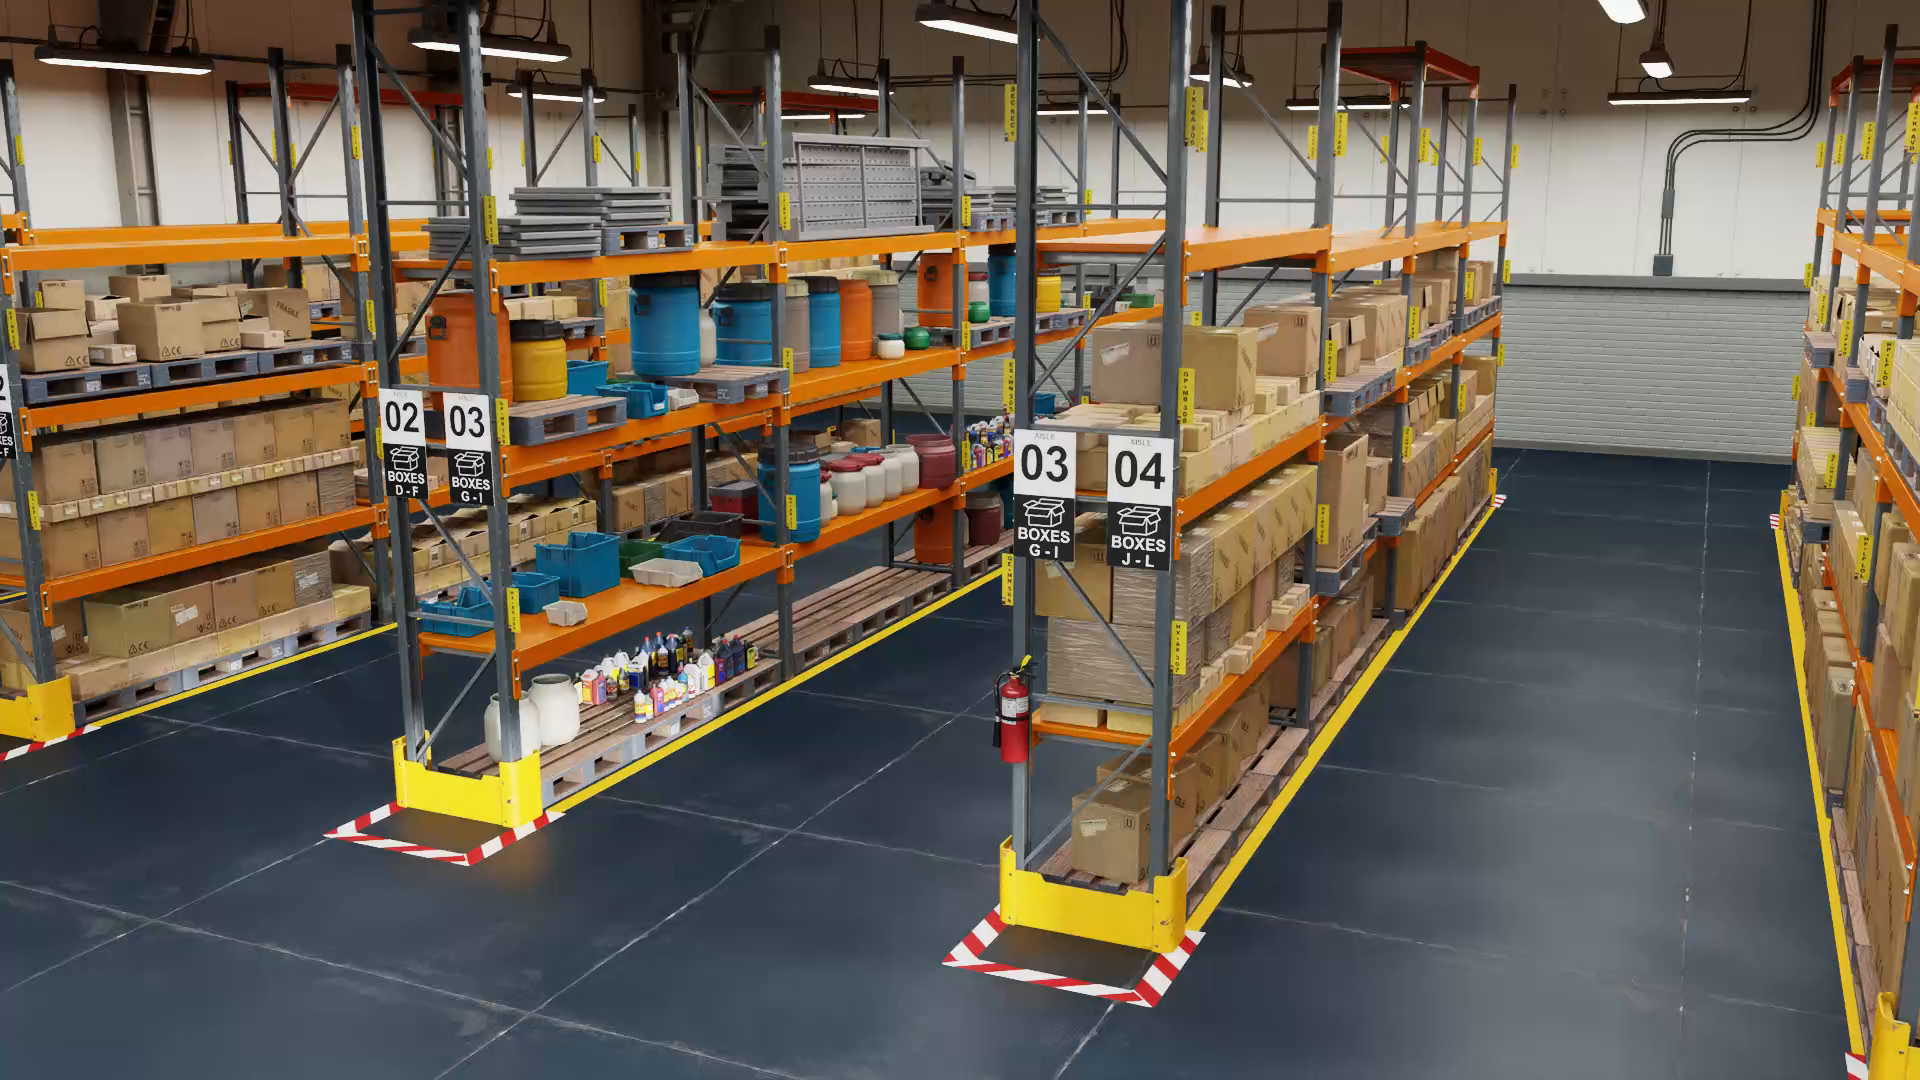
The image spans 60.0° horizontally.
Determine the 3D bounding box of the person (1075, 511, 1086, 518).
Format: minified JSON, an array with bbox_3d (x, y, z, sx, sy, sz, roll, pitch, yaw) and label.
[{"bbox_3d":[1.166,-0.170,18.813,0.594,1.721,0.423,4,13,20],"label":"person"}]
